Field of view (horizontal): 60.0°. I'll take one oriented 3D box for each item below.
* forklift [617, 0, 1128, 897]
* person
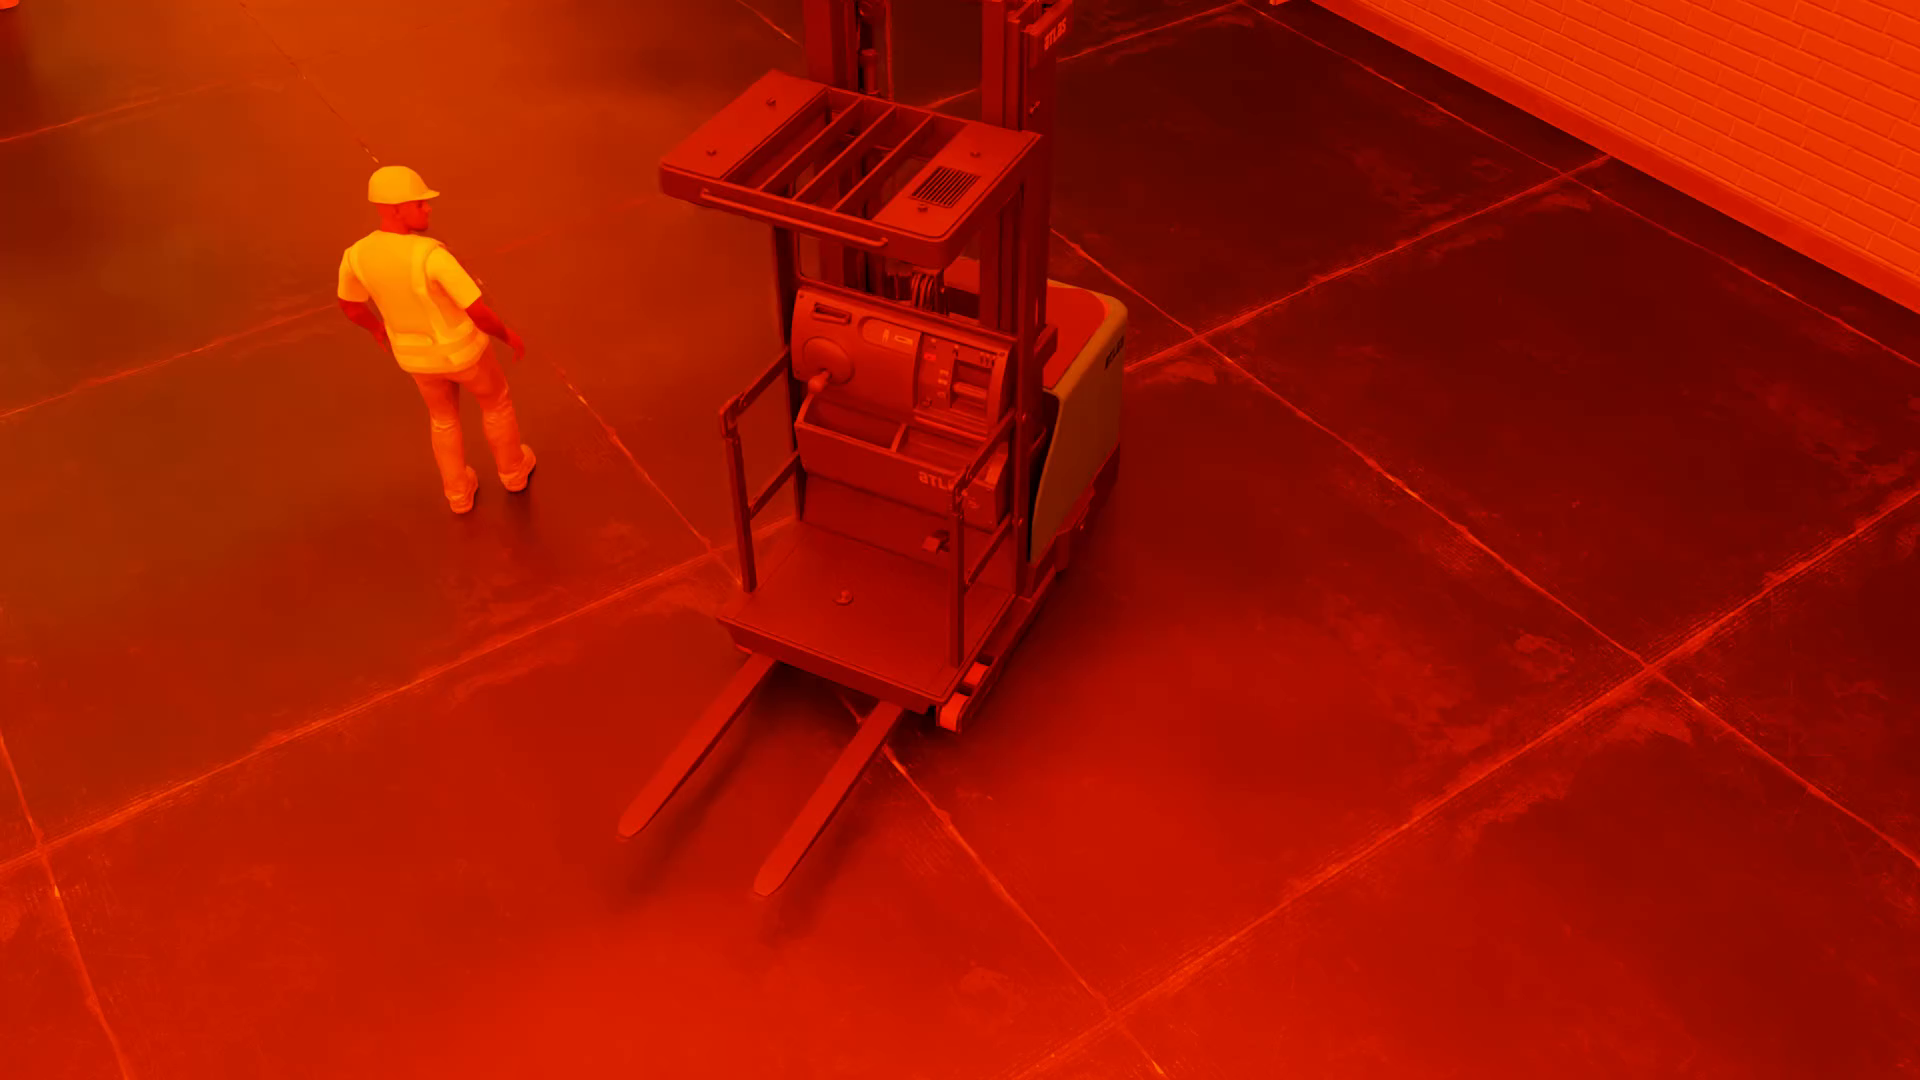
[{"bbox_3d":[-0.338,-0.618,6.386,1.130,2.935,3.031,19,46,19],"label":"forklift"},{"bbox_3d":[-2.356,-0.917,7.589,0.794,1.743,0.523,5,43,6],"label":"person"}]
